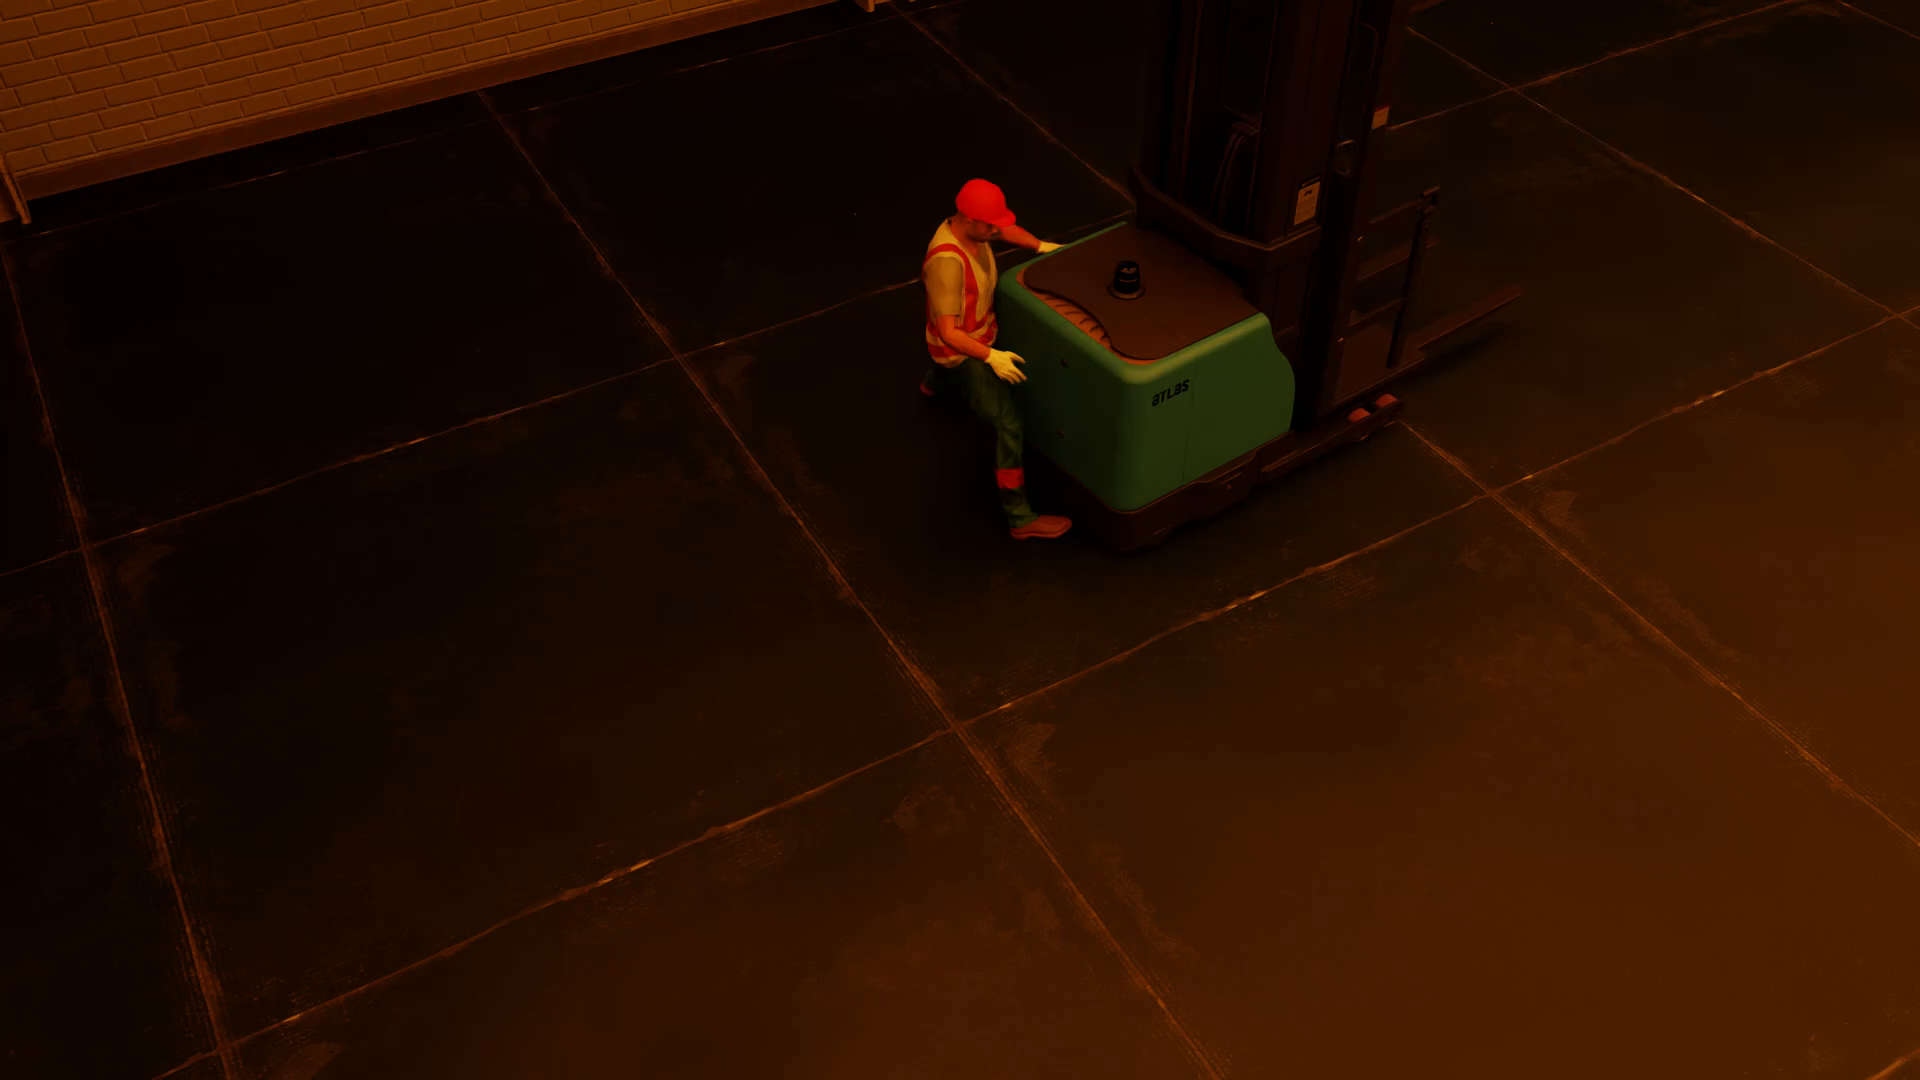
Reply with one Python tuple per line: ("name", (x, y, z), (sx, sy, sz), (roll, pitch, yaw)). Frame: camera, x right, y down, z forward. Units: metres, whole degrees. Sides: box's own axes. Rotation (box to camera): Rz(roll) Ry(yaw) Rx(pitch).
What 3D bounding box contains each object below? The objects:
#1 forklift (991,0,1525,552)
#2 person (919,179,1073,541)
("forklift", (1.640, -1.836, 7.678), (3.031, 2.935, 1.130), (-27, 49, -26))
("person", (0.174, -0.992, 7.765), (1.003, 1.589, 1.159), (11, 44, 12))
